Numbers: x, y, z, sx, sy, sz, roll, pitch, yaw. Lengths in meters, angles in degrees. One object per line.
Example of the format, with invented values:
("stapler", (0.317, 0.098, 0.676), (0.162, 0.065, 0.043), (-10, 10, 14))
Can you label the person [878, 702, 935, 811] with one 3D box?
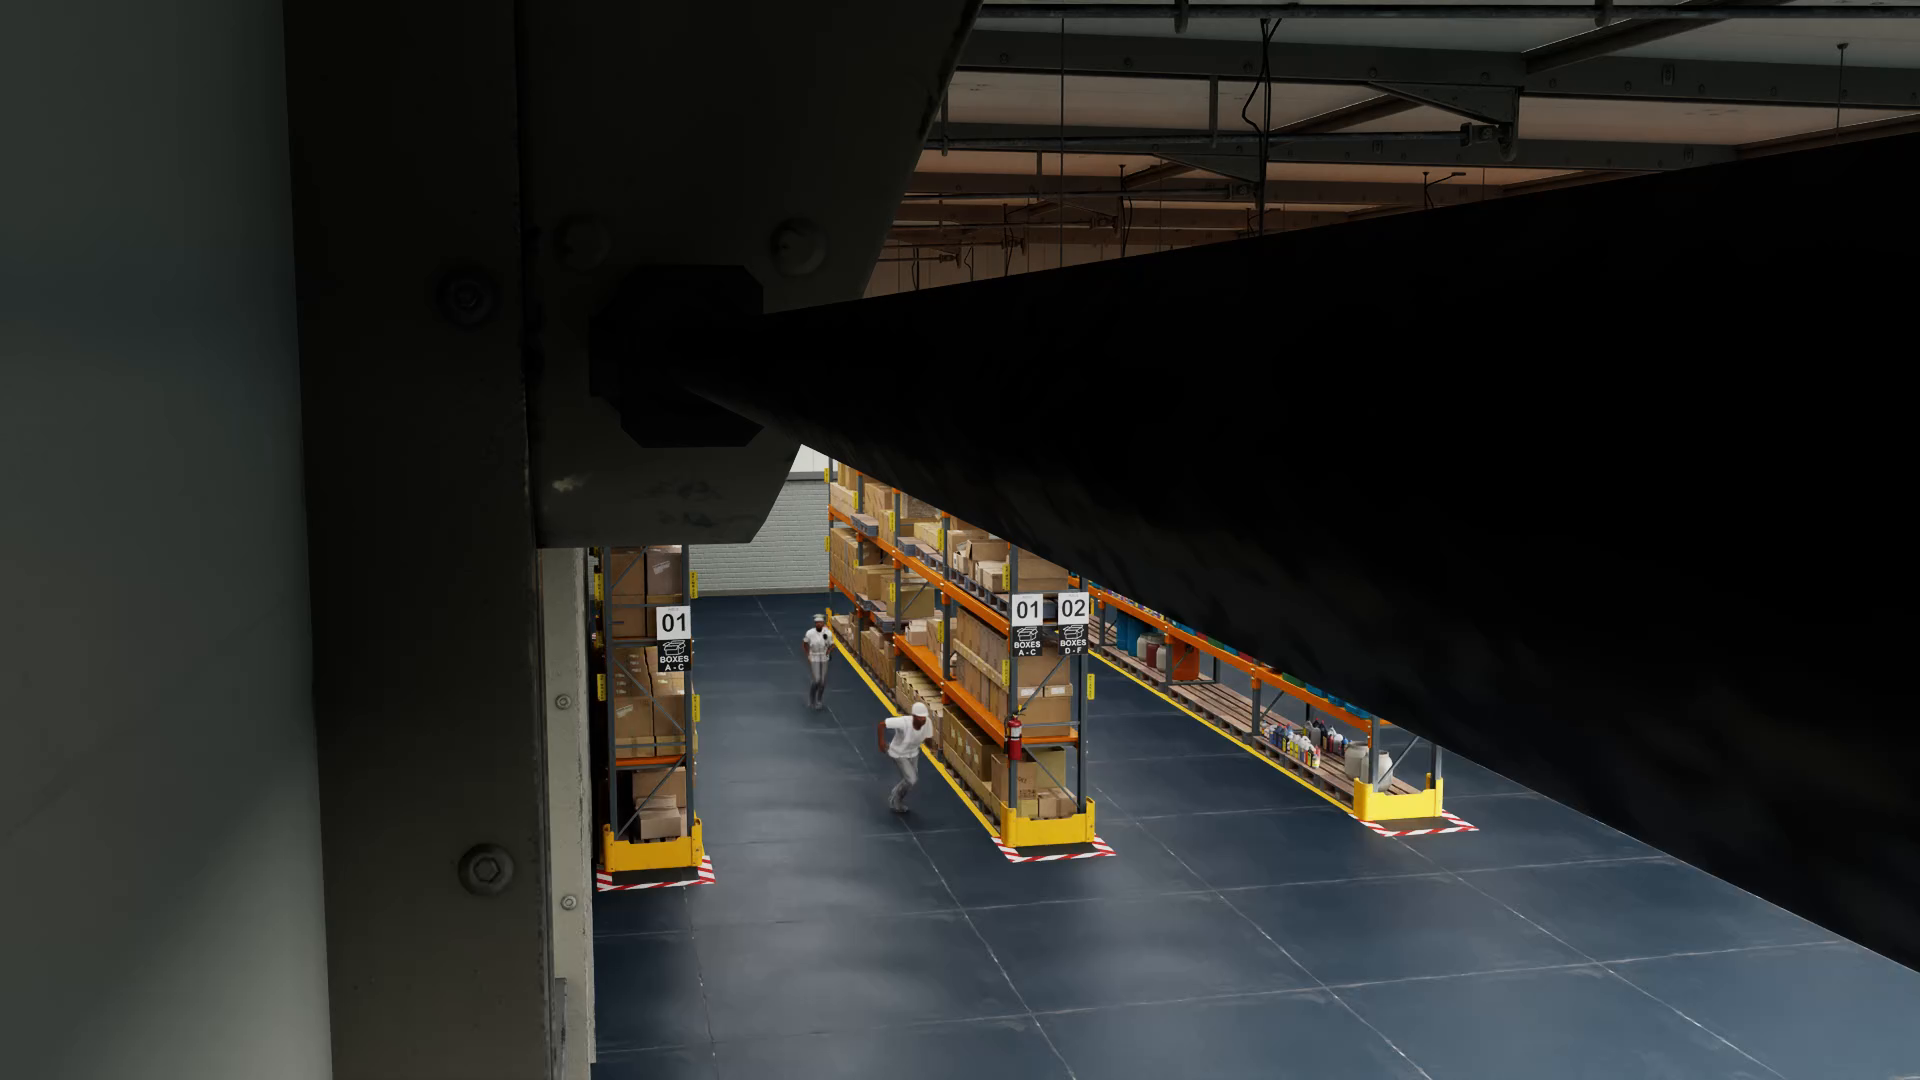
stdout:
("person", (-0.724, 2.909, 22.193), (0.739, 1.579, 0.892), (-5, 9, -37))

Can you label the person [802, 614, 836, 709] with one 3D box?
("person", (-2.414, 2.098, 28.685), (0.554, 1.679, 0.632), (-1, 7, -12))
